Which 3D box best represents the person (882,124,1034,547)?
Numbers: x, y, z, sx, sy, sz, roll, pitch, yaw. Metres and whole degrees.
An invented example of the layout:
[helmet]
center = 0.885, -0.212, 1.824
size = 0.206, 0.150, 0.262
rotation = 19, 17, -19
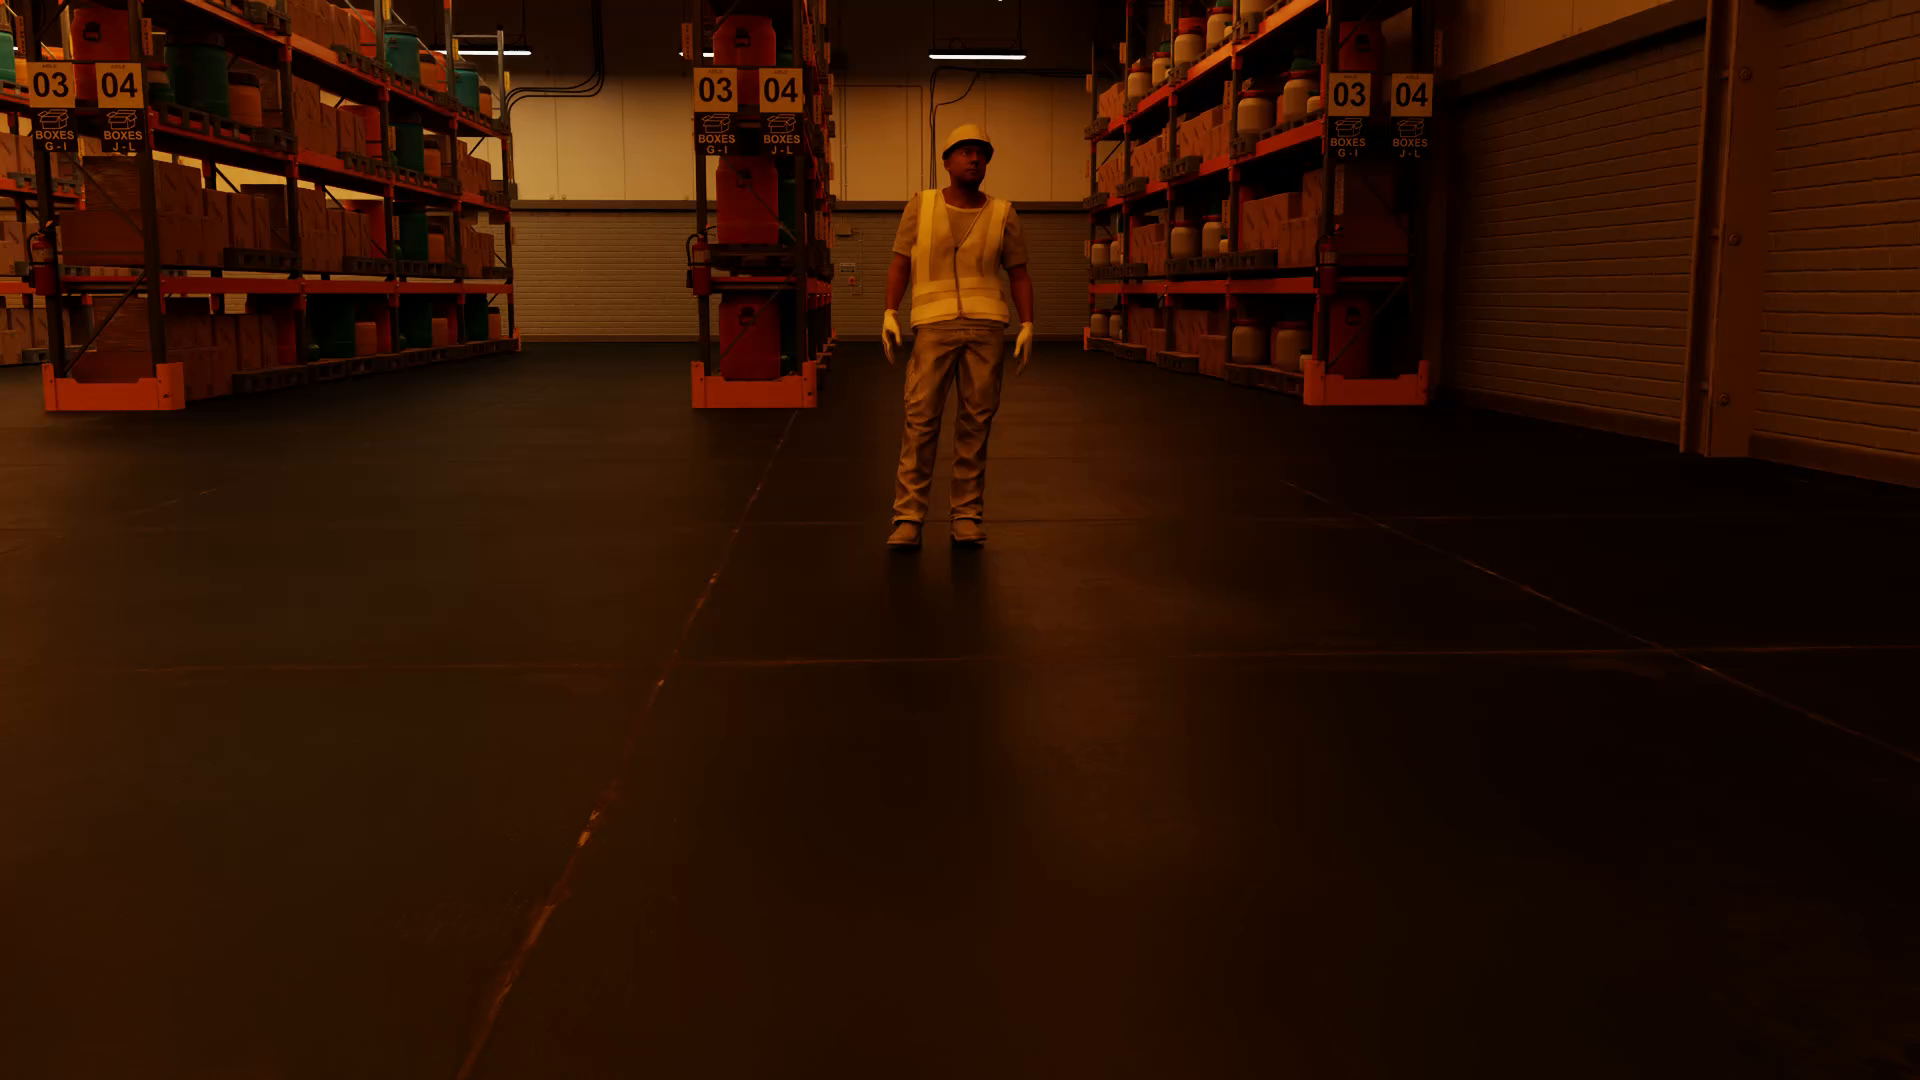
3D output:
[person]
center = -0.005, -0.879, 7.107
size = 0.656, 1.782, 0.577
rotation = -1, 8, -4
